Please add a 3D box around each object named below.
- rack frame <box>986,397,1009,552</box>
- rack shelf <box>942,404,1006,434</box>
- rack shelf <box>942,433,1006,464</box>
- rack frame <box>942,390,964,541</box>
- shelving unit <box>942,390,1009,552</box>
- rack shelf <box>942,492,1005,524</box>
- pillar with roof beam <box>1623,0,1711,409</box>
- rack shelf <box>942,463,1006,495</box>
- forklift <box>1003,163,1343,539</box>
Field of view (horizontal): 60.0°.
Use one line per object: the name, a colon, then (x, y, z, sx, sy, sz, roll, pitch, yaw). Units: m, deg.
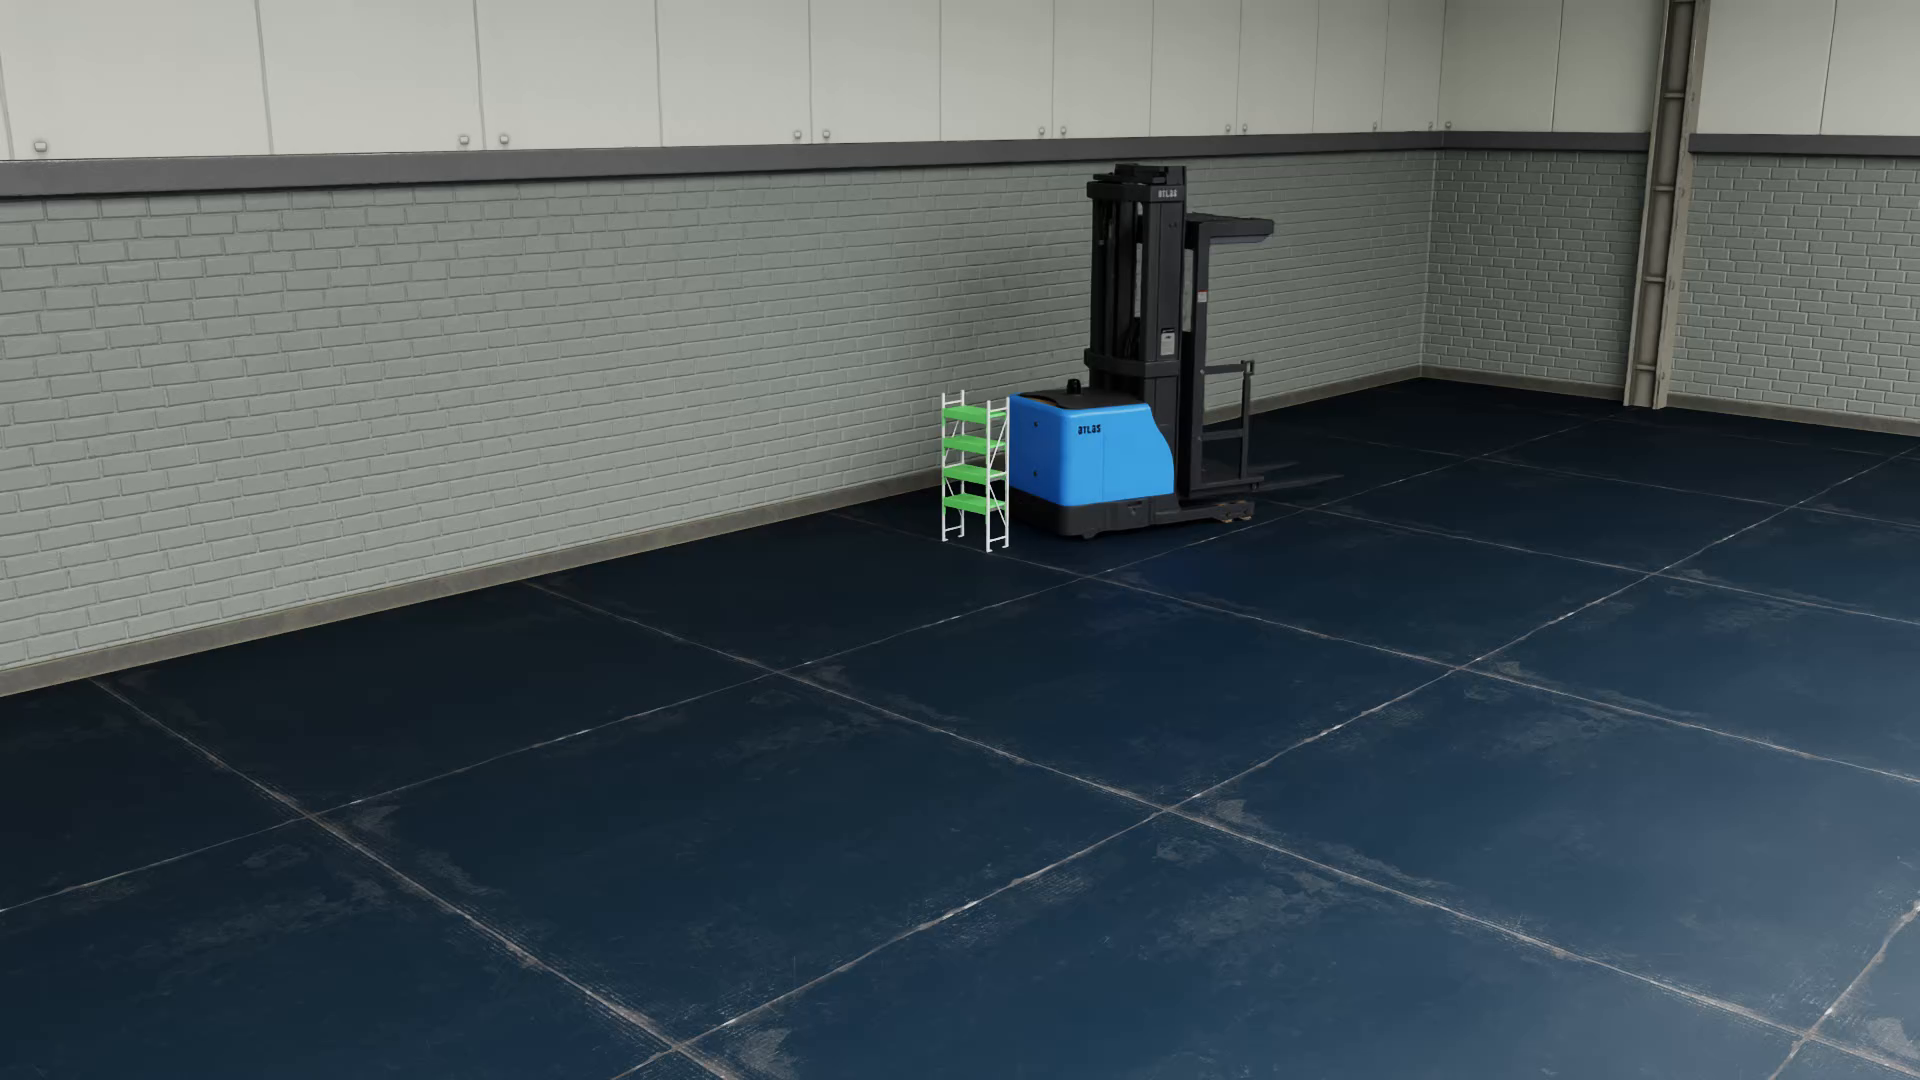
rack frame: (0.295, -0.509, 13.006, 0.015, 1.200, 0.240, 14, 20, 42)
rack shelf: (0.119, -0.954, 13.065, 0.480, 0.148, 0.258, 14, 20, 42)
rack shelf: (0.119, -0.722, 13.125, 0.480, 0.148, 0.258, 14, 20, 42)
rack frame: (-0.057, -0.594, 13.333, 0.015, 1.200, 0.240, 14, 20, 42)
shelving unit: (0.119, -0.552, 13.170, 0.503, 1.200, 0.258, 14, 20, 42)
rack shelf: (0.119, -0.258, 13.246, 0.480, 0.148, 0.258, 14, 20, 42)
pillar with roof beam: (5.032, -5.147, 15.339, 0.400, 9.000, 9.100, 14, 20, 42)
rack shelf: (0.119, -0.490, 13.186, 0.480, 0.148, 0.258, 14, 20, 42)
forklift: (1.913, -1.669, 14.024, 3.031, 2.935, 1.130, -8, 16, -27)
